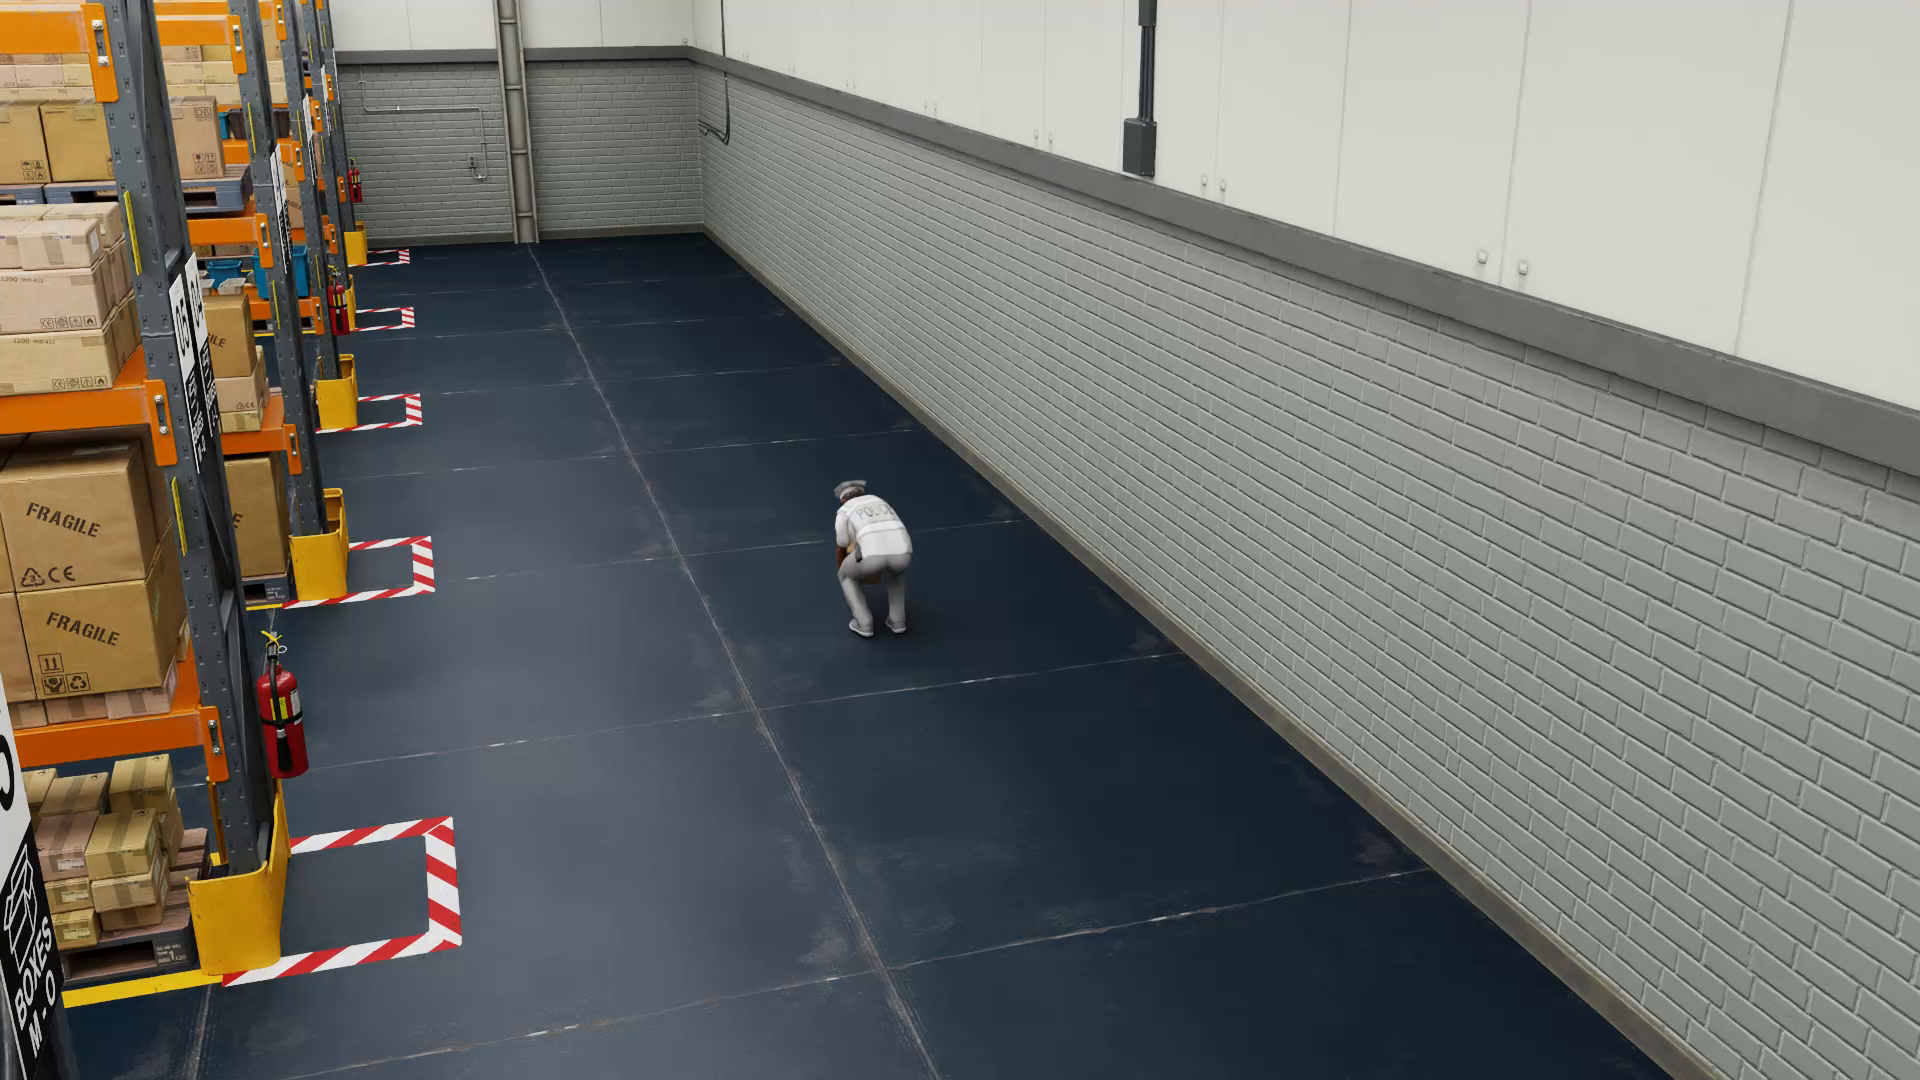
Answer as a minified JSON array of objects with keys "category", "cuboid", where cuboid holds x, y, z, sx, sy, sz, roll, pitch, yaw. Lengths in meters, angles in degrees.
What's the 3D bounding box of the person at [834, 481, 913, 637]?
[{"category":"person","cuboid":[-0.633,0.141,11.760,0.470,0.944,0.917,-7,21,-19]}]
